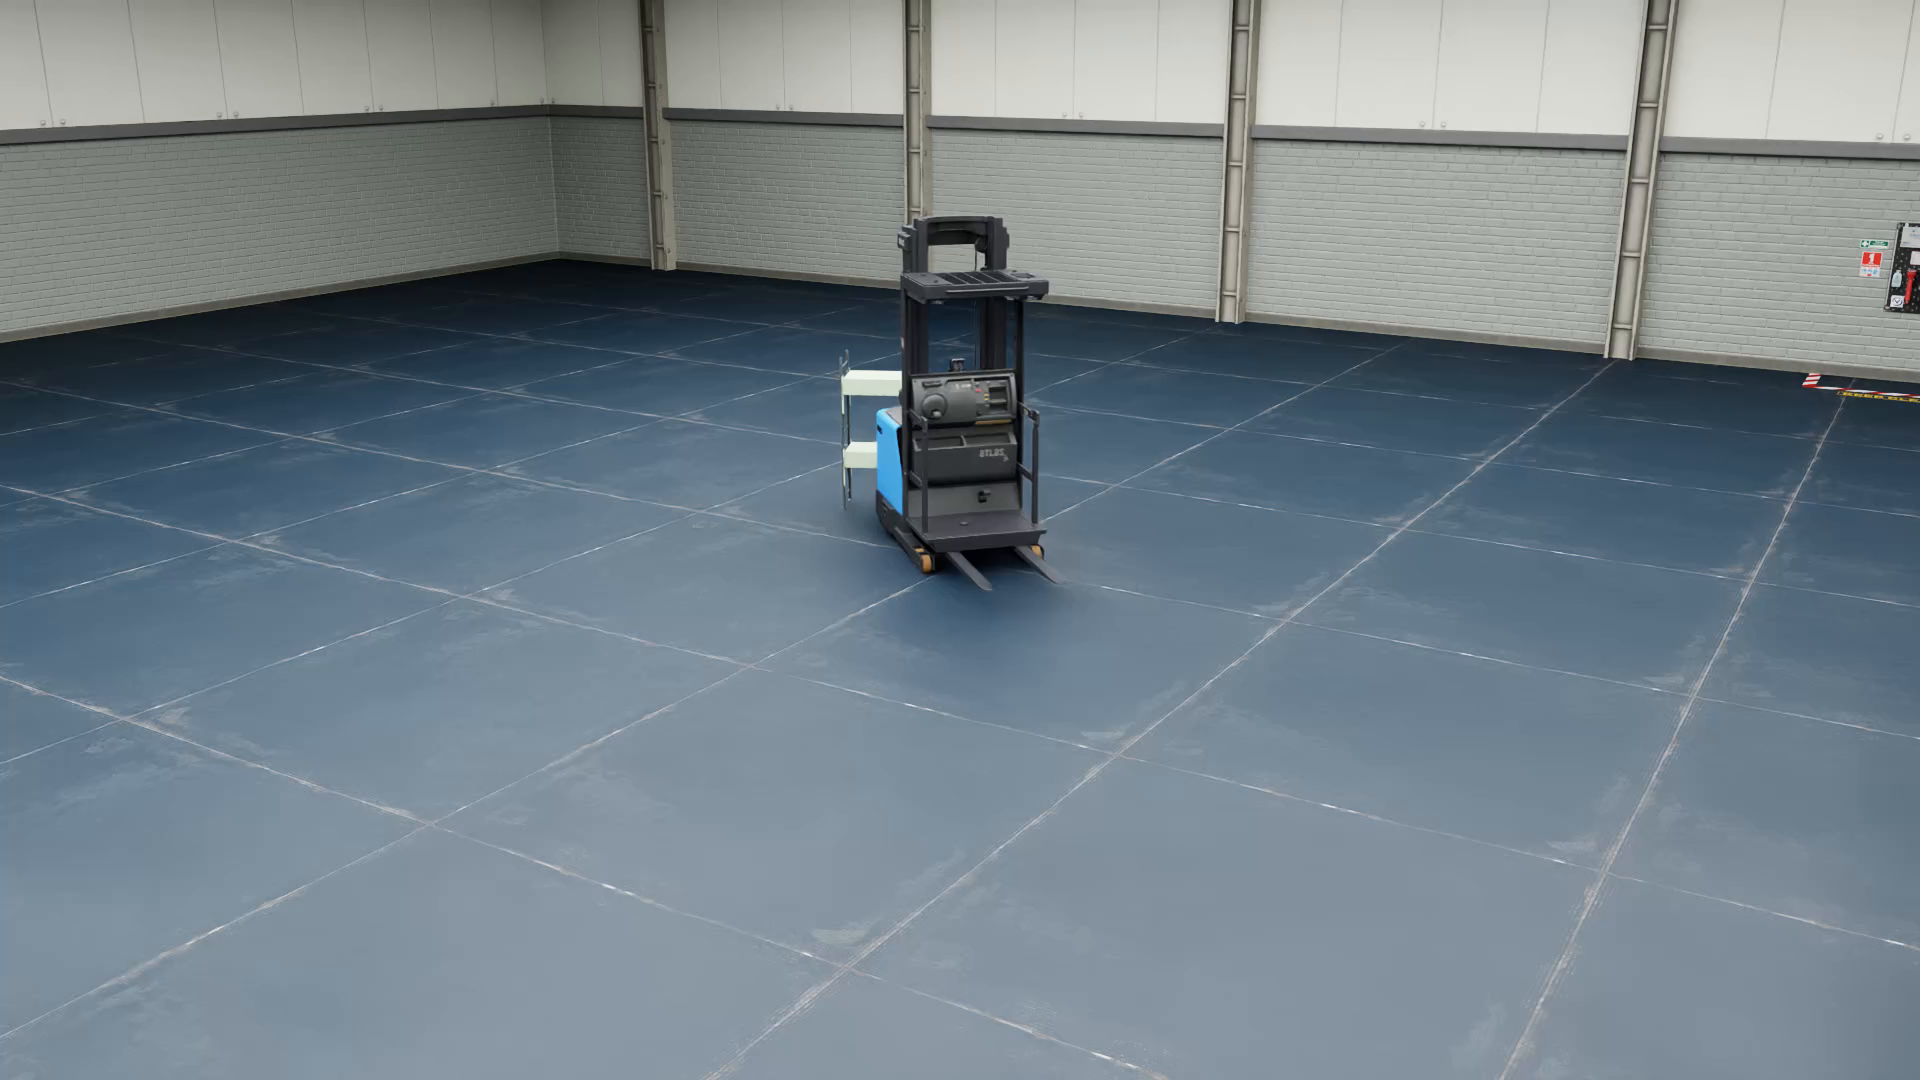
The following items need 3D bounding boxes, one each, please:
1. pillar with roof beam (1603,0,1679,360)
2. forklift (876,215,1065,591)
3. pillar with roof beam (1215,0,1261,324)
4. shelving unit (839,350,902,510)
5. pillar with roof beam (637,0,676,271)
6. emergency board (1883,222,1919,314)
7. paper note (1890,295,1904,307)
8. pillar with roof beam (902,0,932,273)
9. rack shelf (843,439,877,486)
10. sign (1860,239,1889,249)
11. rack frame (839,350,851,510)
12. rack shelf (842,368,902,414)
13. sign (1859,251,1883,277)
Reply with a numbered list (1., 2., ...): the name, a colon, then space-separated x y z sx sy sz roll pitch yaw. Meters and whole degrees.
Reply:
1. pillar with roof beam: 7.233 -5.865 19.076 0.400 9.000 9.100 10 20 30
2. forklift: 0.100 -1.239 14.285 1.130 2.935 3.031 -5 18 -15
3. pillar with roof beam: 2.120 -6.778 22.080 0.400 9.000 9.100 10 20 30
4. shelving unit: -0.750 -1.060 16.160 0.755 1.500 0.431 2 17 5
5. pillar with roof beam: -8.106 -8.603 28.089 0.400 9.000 9.100 10 20 30
6. emergency board: 12.513 -3.534 21.722 0.643 1.169 0.194 10 20 30
7. paper note: 12.398 -3.156 21.995 0.142 0.148 0.016 10 20 30
8. pillar with roof beam: -2.993 -7.690 25.085 0.400 9.000 9.100 10 20 30
9. rack shelf: -0.750 -0.748 16.255 0.720 0.370 0.431 2 17 5
10. sign: 12.095 -3.911 21.991 0.331 0.109 0.001 10 20 30
11. rack frame: -1.114 -1.071 16.194 0.023 1.500 0.400 2 17 5
12. rack shelf: -0.750 -1.434 16.046 0.720 0.370 0.431 2 17 5
13. sign: 12.095 -3.660 22.078 0.234 0.329 0.001 10 20 30
